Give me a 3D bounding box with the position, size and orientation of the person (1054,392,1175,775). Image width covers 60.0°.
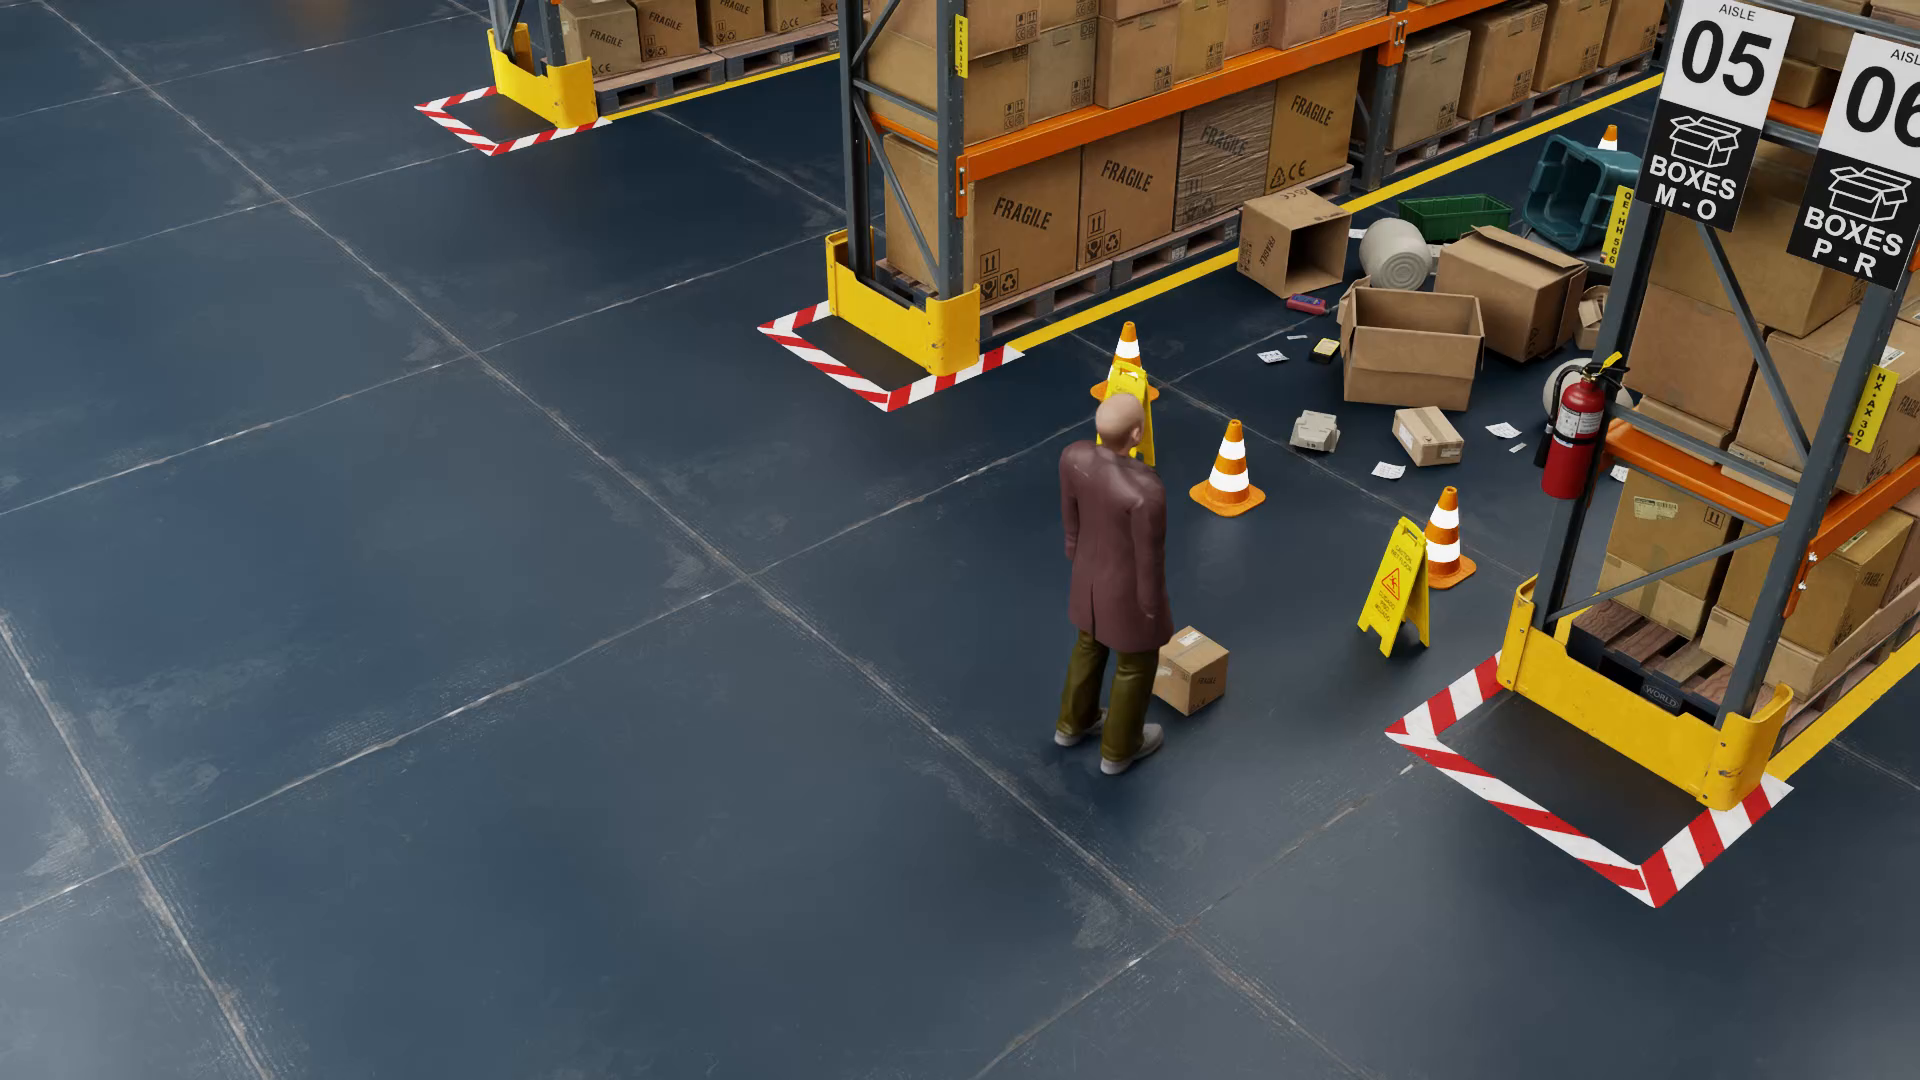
[{"bbox_3d":[0.650,0.162,6.873,0.412,1.781,0.560,-25,42,-31],"label":"person"}]
